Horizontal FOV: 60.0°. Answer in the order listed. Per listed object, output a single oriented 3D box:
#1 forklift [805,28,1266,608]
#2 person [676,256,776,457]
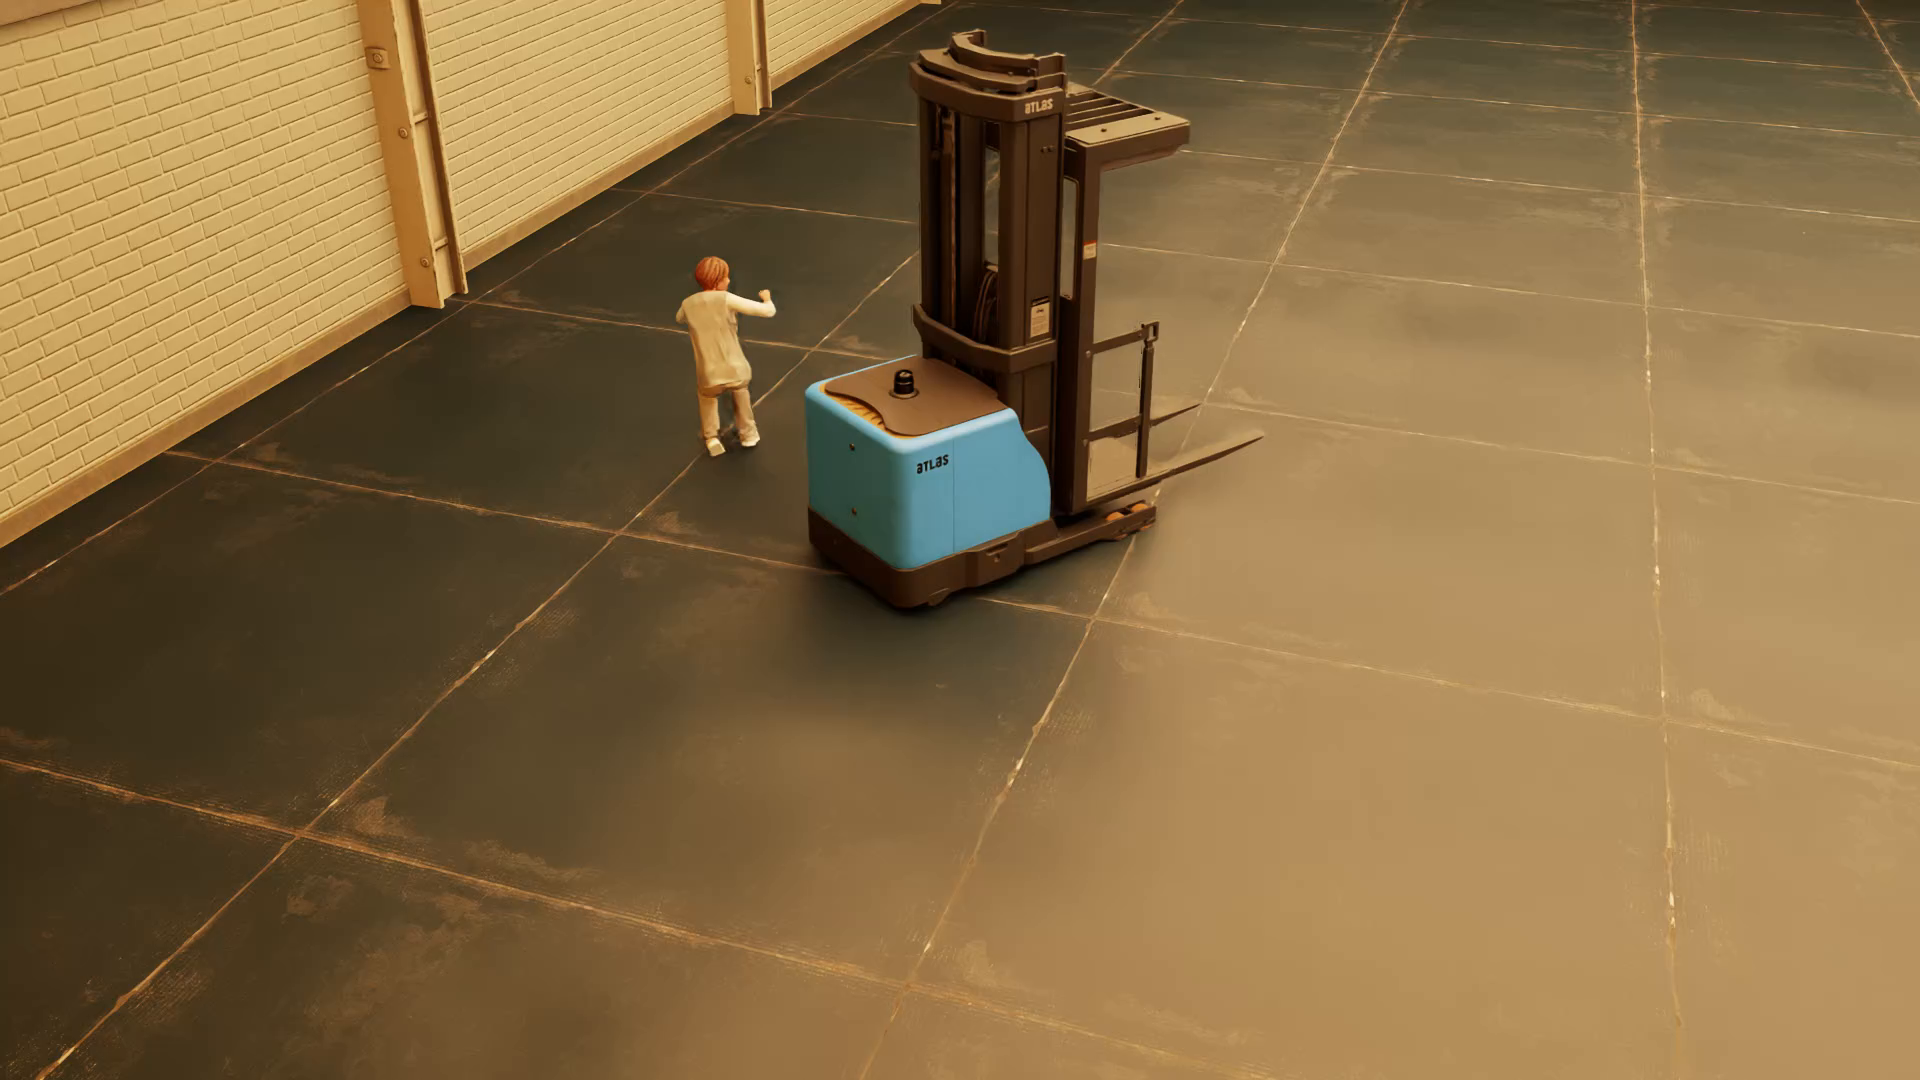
[{"bbox_3d":[0.587,-1.464,9.705,3.031,2.935,1.130,-20,35,-31],"label":"forklift"},{"bbox_3d":[-1.523,-1.236,10.929,0.680,1.324,0.881,-2,30,-3],"label":"person"}]
